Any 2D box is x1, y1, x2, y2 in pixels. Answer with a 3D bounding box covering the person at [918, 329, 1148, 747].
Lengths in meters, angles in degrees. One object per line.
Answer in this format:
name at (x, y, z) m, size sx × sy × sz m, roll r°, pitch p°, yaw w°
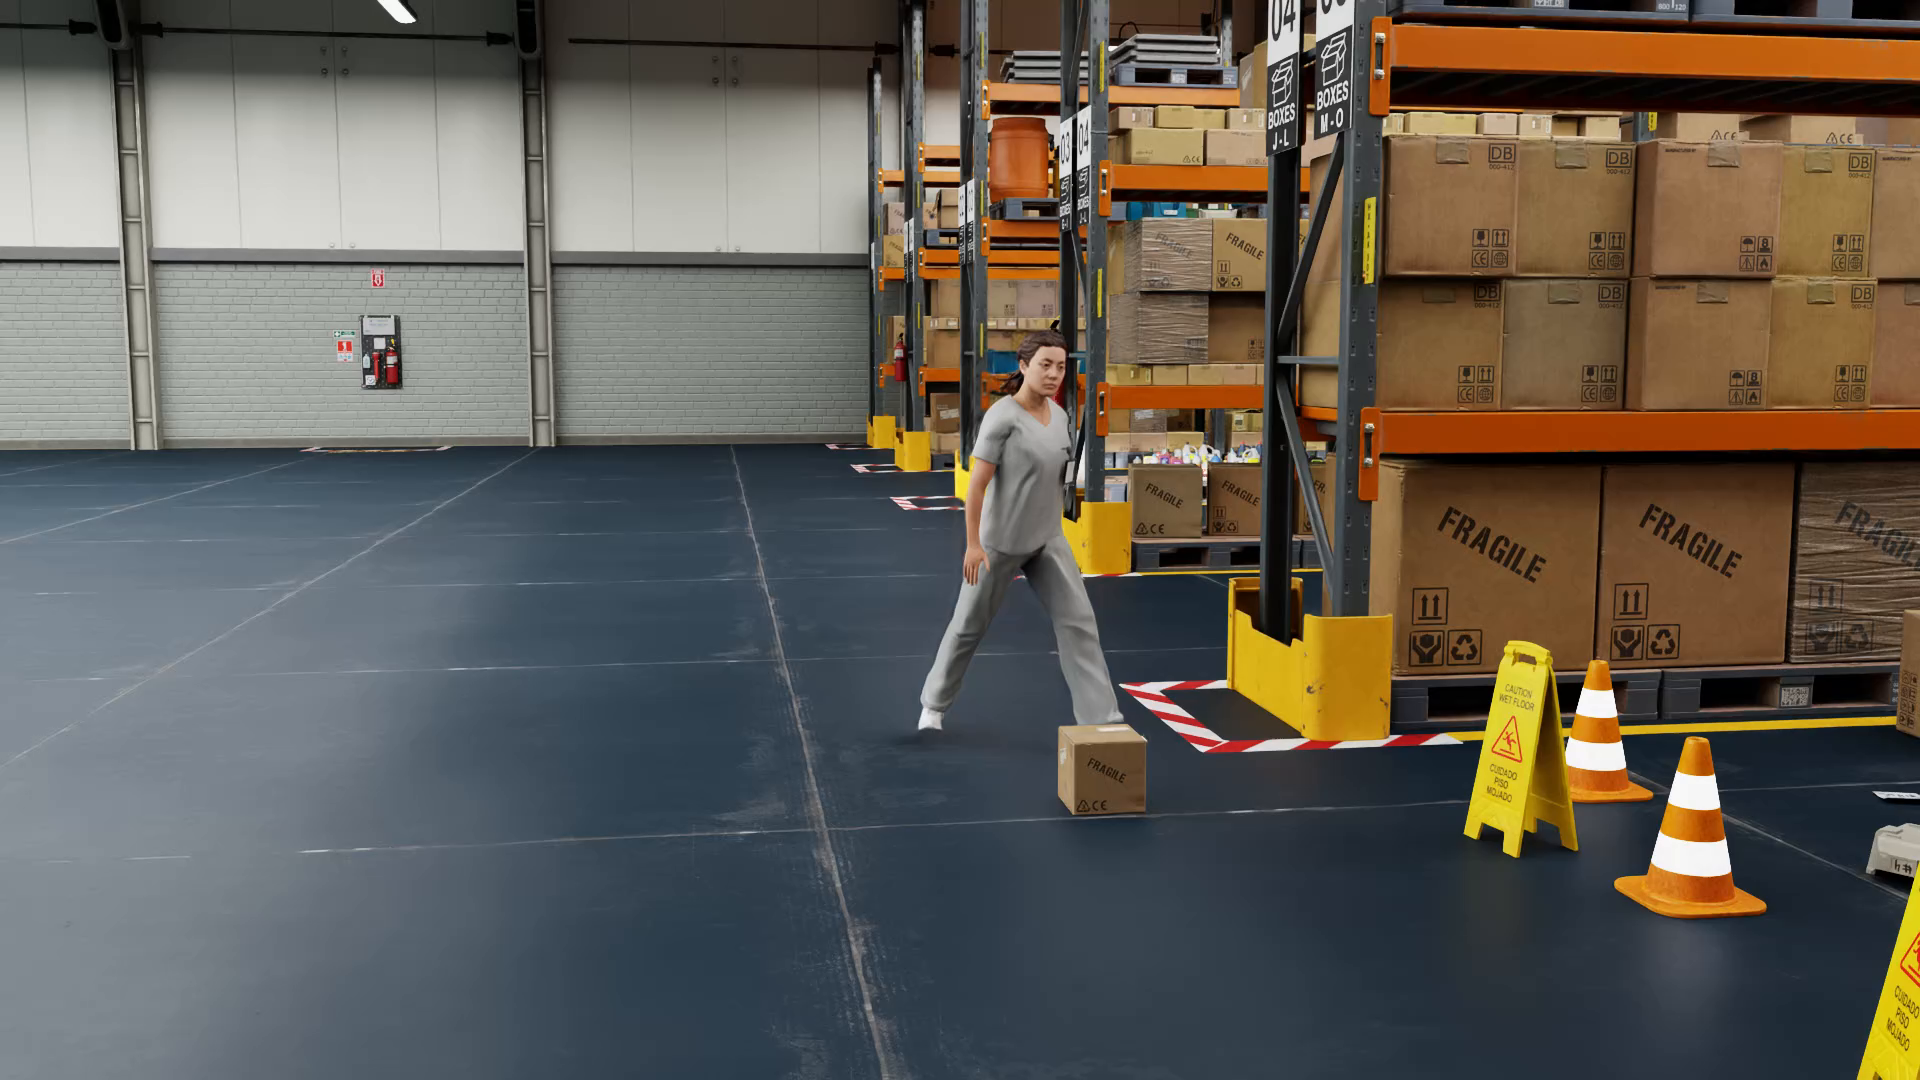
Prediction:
person at (0.238, 0.000, 6.384) m, size 0.585 × 1.607 × 1.007 m, roll -5°, pitch 8°, yaw -38°
